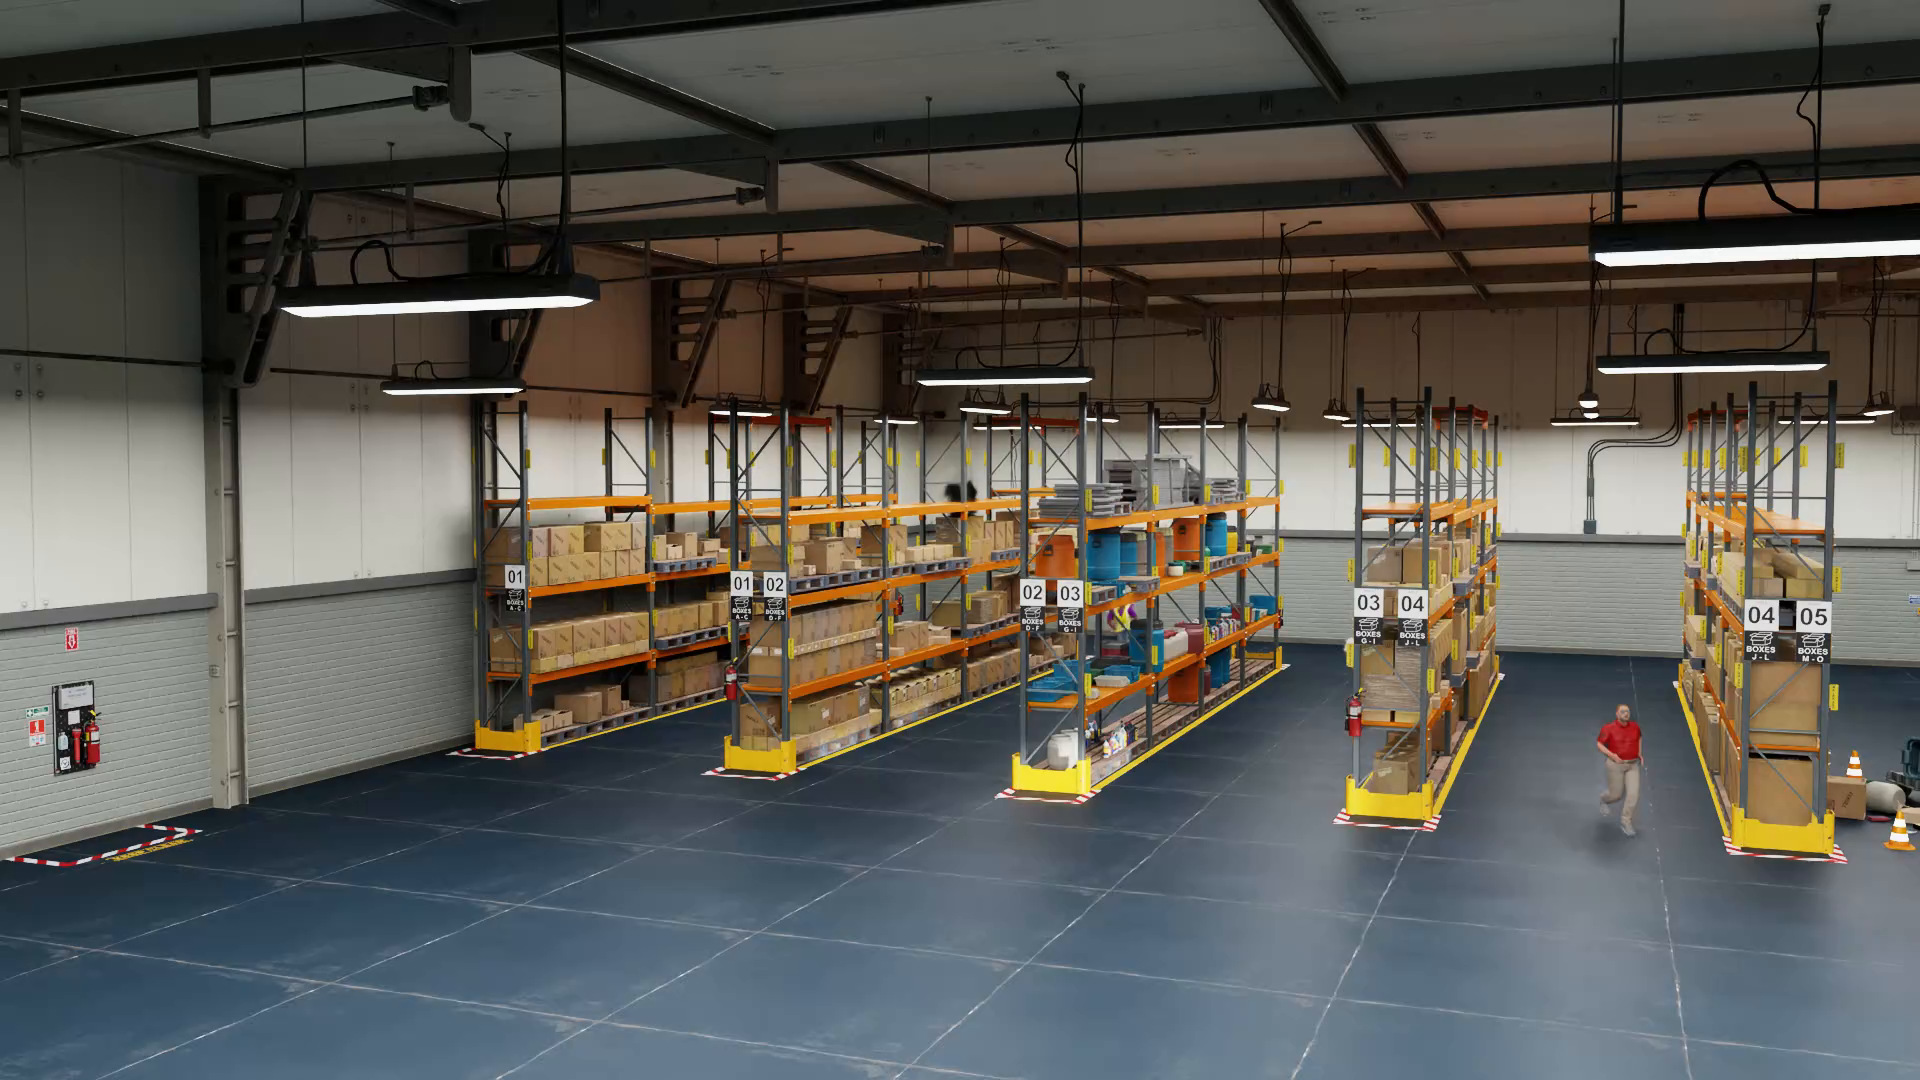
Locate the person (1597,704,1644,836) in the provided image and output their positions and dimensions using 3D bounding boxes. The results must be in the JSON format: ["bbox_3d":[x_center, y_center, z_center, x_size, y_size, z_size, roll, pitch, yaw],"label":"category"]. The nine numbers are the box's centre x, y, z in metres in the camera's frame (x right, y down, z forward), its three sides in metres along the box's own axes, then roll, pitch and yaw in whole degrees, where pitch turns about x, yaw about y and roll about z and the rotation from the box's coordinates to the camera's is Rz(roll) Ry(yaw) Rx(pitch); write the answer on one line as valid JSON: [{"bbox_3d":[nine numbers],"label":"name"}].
[{"bbox_3d":[8.942,3.077,22.494,0.672,1.737,0.839,0,3,-3],"label":"person"}]

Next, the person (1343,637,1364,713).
[{"bbox_3d":[7.839,2.524,32.588,0.640,1.796,0.890,1,3,20],"label":"person"}]

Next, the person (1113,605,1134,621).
[{"bbox_3d":[4.158,2.157,42.058,0.580,1.618,0.527,-3,4,-45],"label":"person"}]

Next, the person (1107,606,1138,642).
[{"bbox_3d":[3.942,2.194,40.318,0.739,1.704,0.687,0,3,7],"label":"person"}]
